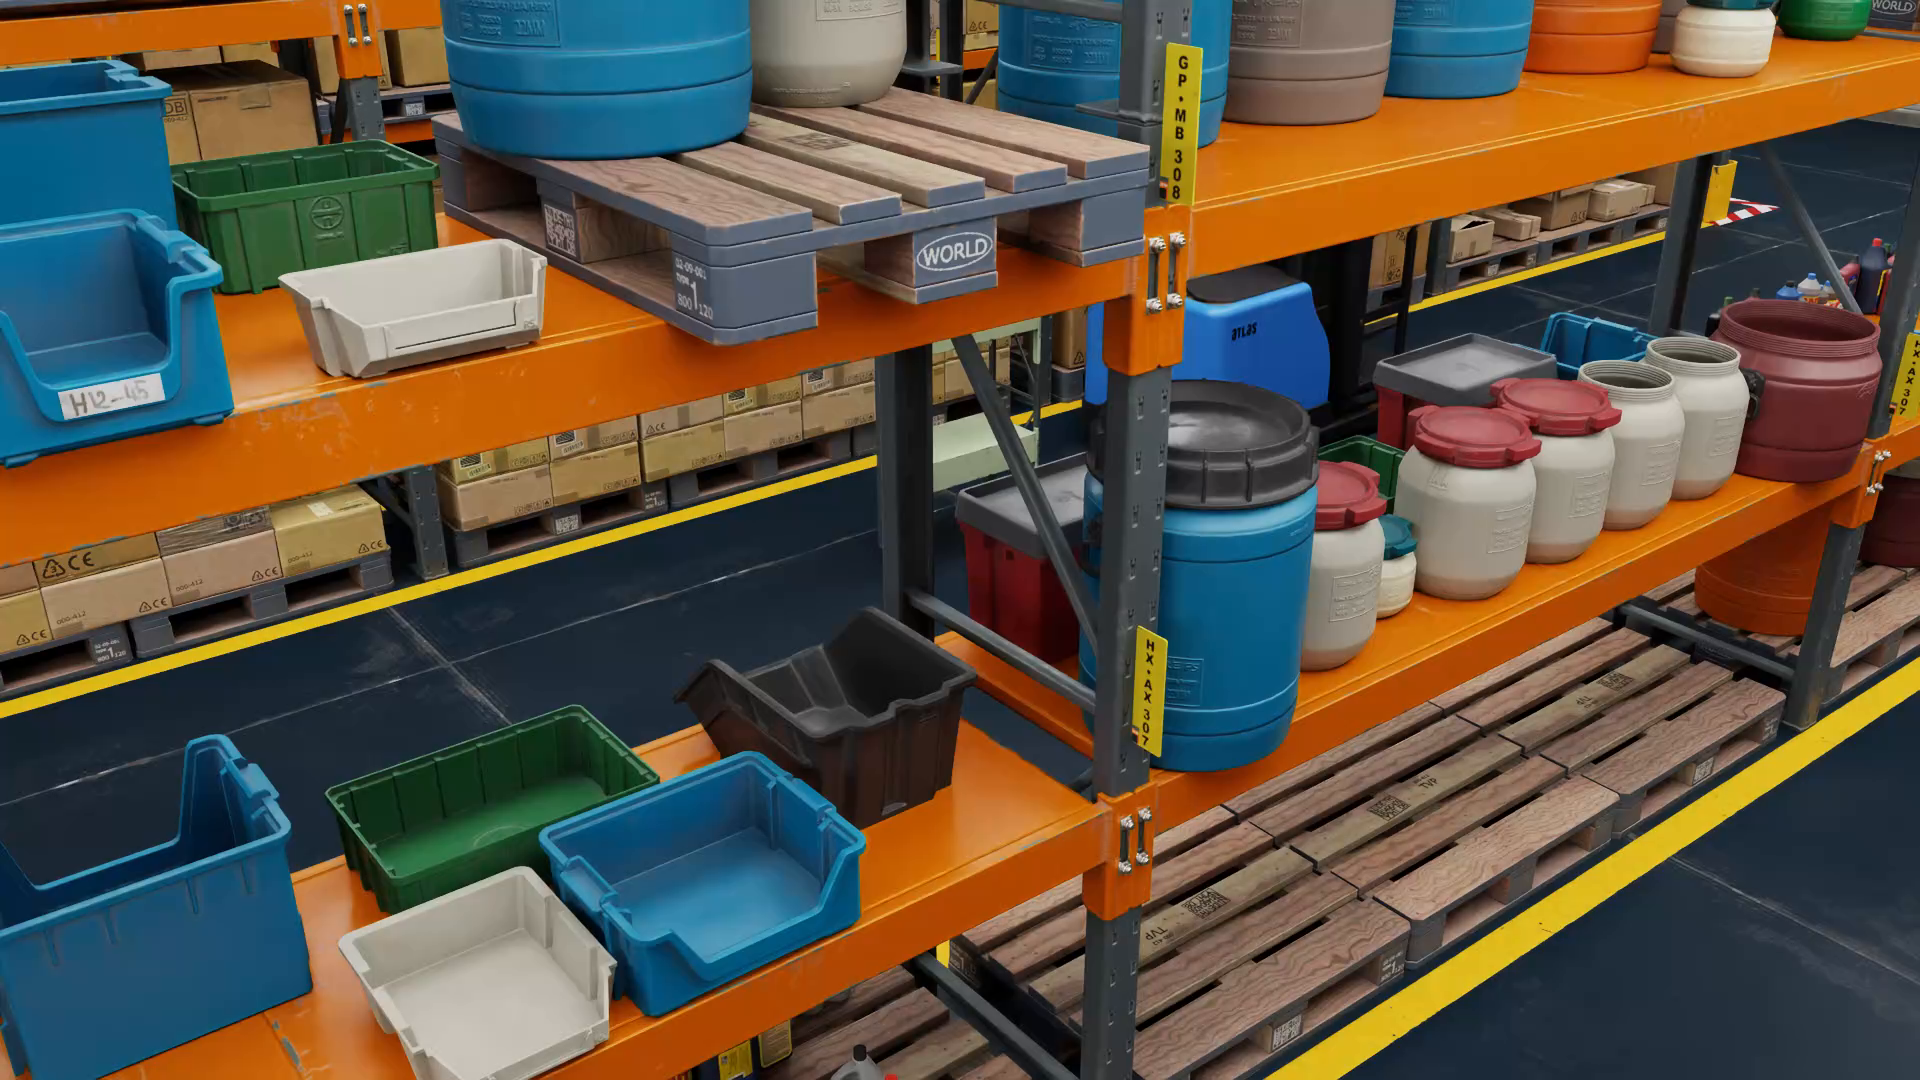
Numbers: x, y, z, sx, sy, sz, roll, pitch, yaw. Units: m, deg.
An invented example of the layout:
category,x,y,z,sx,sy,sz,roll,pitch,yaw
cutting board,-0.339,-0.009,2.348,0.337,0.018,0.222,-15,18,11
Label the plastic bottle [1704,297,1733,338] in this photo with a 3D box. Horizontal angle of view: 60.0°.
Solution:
category,x,y,z,sx,sy,sz,roll,pitch,yaw
plastic bottle,3.334,-0.921,7.310,0.133,0.283,0.061,-18,31,-34

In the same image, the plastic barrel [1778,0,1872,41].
category,x,y,z,sx,sy,sz,roll,pitch,yaw
plastic barrel,3.116,-1.937,5.981,0.294,0.245,0.294,0,25,0

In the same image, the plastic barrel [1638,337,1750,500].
category,x,y,z,sx,sy,sz,roll,pitch,yaw
plastic barrel,2.601,-0.440,6.003,0.421,0.512,0.421,0,25,0

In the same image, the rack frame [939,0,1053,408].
category,x,y,z,sx,sy,sz,roll,pitch,yaw
rack frame,0.225,-2.369,10.292,0.127,3.000,1.000,-18,31,-34

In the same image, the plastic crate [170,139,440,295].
category,x,y,z,sx,sy,sz,roll,pitch,yaw
plastic crate,-1.279,-0.633,3.240,0.450,0.188,0.336,-18,31,-34

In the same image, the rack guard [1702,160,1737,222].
category,x,y,z,sx,sy,sz,roll,pitch,yaw
rack guard,6.461,-3.294,15.254,0.348,0.500,1.175,-18,31,-34

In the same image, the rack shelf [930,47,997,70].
category,x,y,z,sx,sy,sz,roll,pitch,yaw
rack shelf,-1.261,-4.203,15.097,4.000,0.370,1.077,-18,31,-34

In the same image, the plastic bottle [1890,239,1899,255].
category,x,y,z,sx,sy,sz,roll,pitch,yaw
plastic bottle,4.634,-1.359,8.173,0.185,0.351,0.144,-18,31,-34

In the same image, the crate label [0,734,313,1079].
category,x,y,z,sx,sy,sz,roll,pitch,yaw
crate label,-1.735,0.767,3.493,0.616,0.435,0.502,-18,31,-34

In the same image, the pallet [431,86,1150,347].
category,x,y,z,sx,sy,sz,roll,pitch,yaw
pallet,-0.377,-0.744,3.450,1.003,0.211,1.213,-18,31,-34

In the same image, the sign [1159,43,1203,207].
category,x,y,z,sx,sy,sz,roll,pitch,yaw
sign,0.462,-0.868,3.484,0.005,0.325,0.100,-18,31,-34

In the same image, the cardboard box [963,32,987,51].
category,x,y,z,sx,sy,sz,roll,pitch,yaw
cardboard box,0.038,-4.689,15.564,0.250,0.149,0.380,-18,30,-33

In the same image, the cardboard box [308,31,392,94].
category,x,y,z,sx,sy,sz,roll,pitch,yaw
cardboard box,-4.618,-3.660,12.433,0.500,0.500,0.700,-14,28,-27

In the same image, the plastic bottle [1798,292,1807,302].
category,x,y,z,sx,sy,sz,roll,pitch,yaw
plastic bottle,3.847,-1.044,7.672,0.097,0.201,0.097,0,25,0

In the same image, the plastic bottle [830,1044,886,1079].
category,x,y,z,sx,sy,sz,roll,pitch,yaw
plastic bottle,-0.287,1.528,4.517,0.185,0.351,0.144,-18,31,-34

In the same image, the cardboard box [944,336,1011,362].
category,x,y,z,sx,sy,sz,roll,pitch,yaw
cardboard box,-0.035,-1.349,10.196,0.500,0.311,0.500,-17,30,-33

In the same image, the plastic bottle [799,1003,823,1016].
category,x,y,z,sx,sy,sz,roll,pitch,yaw
plastic bottle,-0.470,1.345,5.090,0.097,0.201,0.097,0,25,0

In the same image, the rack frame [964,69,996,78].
category,x,y,z,sx,sy,sz,roll,pitch,yaw
rack frame,0.313,-5.049,16.065,0.127,3.000,1.000,-18,31,-34

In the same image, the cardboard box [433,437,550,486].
category,x,y,z,sx,sy,sz,roll,pitch,yaw
cardboard box,-2.444,-0.553,8.479,0.500,0.311,0.500,-18,30,-34

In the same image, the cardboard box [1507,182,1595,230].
category,x,y,z,sx,sy,sz,roll,pitch,yaw
cardboard box,4.848,-2.965,14.019,0.637,0.503,0.797,-18,31,-34

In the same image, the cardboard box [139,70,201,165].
category,x,y,z,sx,sy,sz,roll,pitch,yaw
cardboard box,-3.665,-1.715,7.223,0.500,0.500,0.700,-18,31,-34

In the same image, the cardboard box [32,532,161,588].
category,x,y,z,sx,sy,sz,roll,pitch,yaw
cardboard box,-3.944,-0.164,7.416,0.500,0.500,0.500,-18,31,-34

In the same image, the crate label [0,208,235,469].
category,x,y,z,sx,sy,sz,roll,pitch,yaw
crate label,-1.340,-0.319,2.489,0.408,0.251,0.502,-18,31,-34

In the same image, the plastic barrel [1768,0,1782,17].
category,x,y,z,sx,sy,sz,roll,pitch,yaw
plastic barrel,2.845,-2.160,6.144,0.421,0.512,0.421,0,25,0

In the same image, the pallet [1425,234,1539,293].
category,x,y,z,sx,sy,sz,roll,pitch,yaw
pallet,3.914,-2.322,13.502,1.213,0.211,1.003,-18,31,-34

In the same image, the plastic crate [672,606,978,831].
category,x,y,z,sx,sy,sz,roll,pitch,yaw
plastic crate,-0.359,0.433,4.327,0.504,0.338,0.767,-18,31,-34

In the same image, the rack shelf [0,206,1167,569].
category,x,y,z,sx,sy,sz,roll,pitch,yaw
rack shelf,-1.443,-0.203,2.916,4.000,0.370,1.077,-18,31,-34

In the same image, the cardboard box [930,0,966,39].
category,x,y,z,sx,sy,sz,roll,pitch,yaw
cardboard box,-0.290,-4.899,15.246,0.500,0.500,0.500,-18,30,-34

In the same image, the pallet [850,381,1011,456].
category,x,y,z,sx,sy,sz,roll,pitch,yaw
pallet,-0.447,-0.904,10.446,1.213,0.211,1.003,-18,31,-34

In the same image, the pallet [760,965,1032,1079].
category,x,y,z,sx,sy,sz,roll,pitch,yaw
pallet,-0.423,1.737,4.757,1.213,0.211,1.003,-18,31,-34

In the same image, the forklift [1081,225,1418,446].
category,x,y,z,sx,sy,sz,roll,pitch,yaw
forklift,2.151,-2.147,9.894,3.031,2.935,1.130,-21,32,-37

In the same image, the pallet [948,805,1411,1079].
category,x,y,z,sx,sy,sz,roll,pitch,yaw
pallet,0.725,1.359,5.570,1.213,0.211,1.003,-18,31,-34

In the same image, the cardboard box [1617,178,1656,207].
category,x,y,z,sx,sy,sz,roll,pitch,yaw
cardboard box,5.870,-3.064,14.631,0.250,0.166,0.380,-18,31,-34

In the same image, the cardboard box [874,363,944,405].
category,x,y,z,sx,sy,sz,roll,pitch,yaw
cardboard box,-0.442,-0.960,10.023,0.500,0.250,0.500,-19,31,-35

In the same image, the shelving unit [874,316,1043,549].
category,x,y,z,sx,sy,sz,roll,pitch,yaw
shelving unit,-0.005,-0.679,8.431,0.755,1.500,0.431,-18,31,-34

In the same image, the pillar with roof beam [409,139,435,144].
category,x,y,z,sx,sy,sz,roll,pitch,yaw
pillar with roof beam,-1.735,-5.253,9.380,0.400,9.000,9.100,-18,31,-34

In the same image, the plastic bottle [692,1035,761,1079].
category,x,y,z,sx,sy,sz,roll,pitch,yaw
plastic bottle,-0.671,1.433,4.722,0.185,0.351,0.144,-18,31,-34

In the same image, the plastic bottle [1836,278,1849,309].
category,x,y,z,sx,sy,sz,roll,pitch,yaw
plastic bottle,4.154,-1.145,7.889,0.097,0.201,0.097,0,25,0

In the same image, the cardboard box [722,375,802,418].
category,x,y,z,sx,sy,sz,roll,pitch,yaw
cardboard box,-1.235,-0.953,9.341,0.500,0.311,0.500,-17,30,-33

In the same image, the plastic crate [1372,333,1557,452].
category,x,y,z,sx,sy,sz,roll,pitch,yaw
plastic crate,1.818,-0.438,6.055,0.583,0.464,0.402,-18,31,-34

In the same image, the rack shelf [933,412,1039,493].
category,x,y,z,sx,sy,sz,roll,pitch,yaw
rack shelf,-0.005,-0.383,8.568,0.720,0.370,0.431,-18,31,-34

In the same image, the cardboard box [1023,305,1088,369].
category,x,y,z,sx,sy,sz,roll,pitch,yaw
cardboard box,0.760,-1.459,10.777,0.500,0.500,0.500,-17,30,-32

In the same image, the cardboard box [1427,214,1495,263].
category,x,y,z,sx,sy,sz,roll,pitch,yaw
cardboard box,3.837,-2.426,13.085,0.500,0.311,0.500,-18,31,-34

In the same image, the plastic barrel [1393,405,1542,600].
category,x,y,z,sx,sy,sz,roll,pitch,yaw
plastic barrel,1.596,-0.117,5.277,0.433,0.535,0.433,0,25,0

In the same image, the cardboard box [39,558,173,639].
category,x,y,z,sx,sy,sz,roll,pitch,yaw
cardboard box,-3.937,0.181,7.565,0.500,0.250,0.500,-18,31,-34

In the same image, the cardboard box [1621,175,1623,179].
category,x,y,z,sx,sy,sz,roll,pitch,yaw
cardboard box,5.979,-3.359,15.289,0.250,0.149,0.380,-18,31,-34

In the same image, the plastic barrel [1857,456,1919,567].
category,x,y,z,sx,sy,sz,roll,pitch,yaw
plastic barrel,4.542,-0.250,8.092,0.708,0.588,0.600,-18,31,-34

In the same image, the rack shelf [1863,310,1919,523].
category,x,y,z,sx,sy,sz,roll,pitch,yaw
rack shelf,4.852,-0.921,8.025,4.000,0.370,1.077,-18,31,-34

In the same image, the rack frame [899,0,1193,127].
category,x,y,z,sx,sy,sz,roll,pitch,yaw
rack frame,0.131,-2.410,3.253,0.127,3.000,1.000,-18,31,-34

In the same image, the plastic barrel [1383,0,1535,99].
category,x,y,z,sx,sy,sz,roll,pitch,yaw
plastic barrel,1.427,-1.820,4.950,0.708,0.901,0.600,-18,31,-34

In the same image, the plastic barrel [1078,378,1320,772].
category,x,y,z,sx,sy,sz,roll,pitch,yaw
plastic barrel,0.622,0.084,4.410,0.708,0.901,0.600,-18,31,-34

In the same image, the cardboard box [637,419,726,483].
category,x,y,z,sx,sy,sz,roll,pitch,yaw
cardboard box,-1.643,-0.564,9.170,0.500,0.250,0.500,-19,31,-36

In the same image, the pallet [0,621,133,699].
category,x,y,z,sx,sy,sz,roll,pitch,yaw
pallet,-4.535,0.446,7.539,1.213,0.211,1.003,-18,31,-34

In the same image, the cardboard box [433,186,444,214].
category,x,y,z,sx,sy,sz,roll,pitch,yaw
cardboard box,-4.220,-2.637,13.316,0.500,0.500,0.700,-18,31,-34

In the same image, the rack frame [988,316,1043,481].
category,x,y,z,sx,sy,sz,roll,pitch,yaw
rack frame,0.283,-0.774,8.635,0.023,1.500,0.400,-18,31,-34
